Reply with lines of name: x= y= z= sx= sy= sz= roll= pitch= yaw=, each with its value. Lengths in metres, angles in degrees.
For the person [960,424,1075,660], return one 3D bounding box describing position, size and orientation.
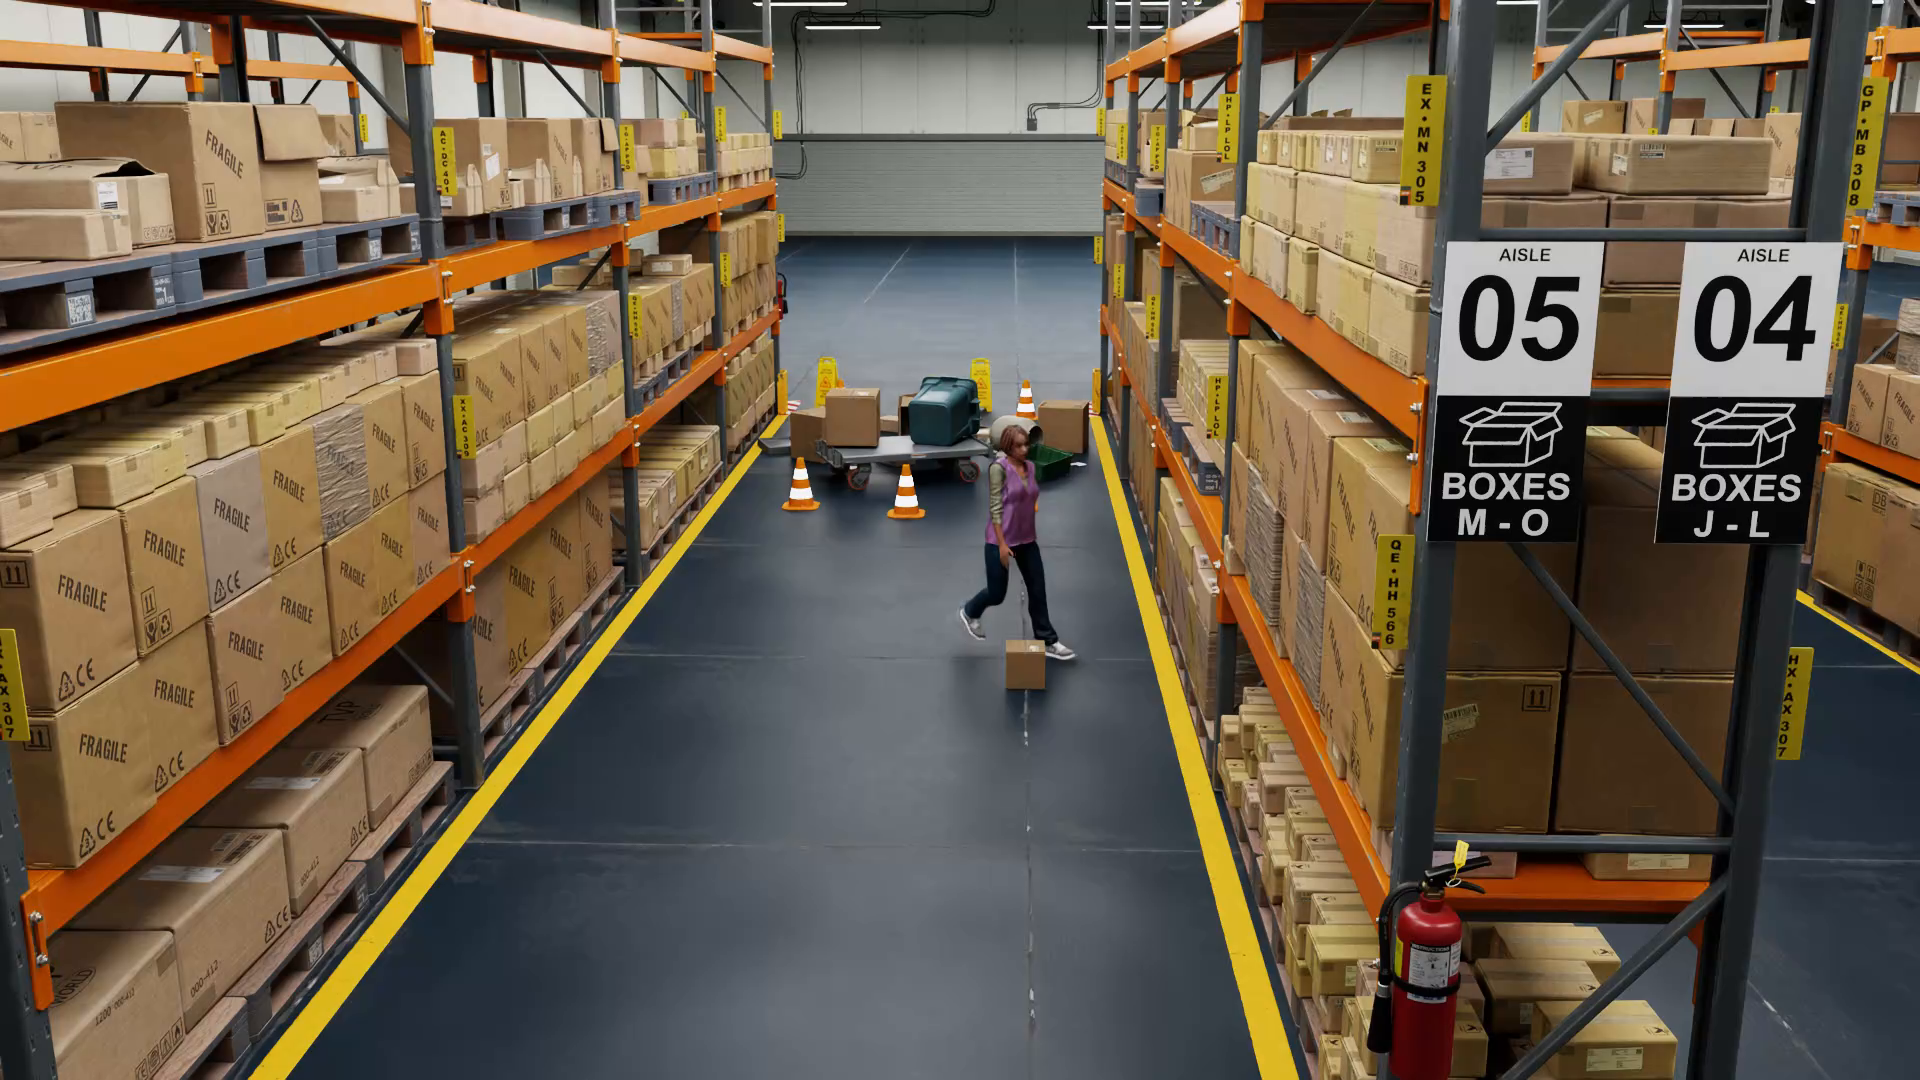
person: x=0.365 y=-0.003 z=11.004 sx=0.510 sy=1.573 sz=0.739 roll=-10 pitch=17 yaw=-33
